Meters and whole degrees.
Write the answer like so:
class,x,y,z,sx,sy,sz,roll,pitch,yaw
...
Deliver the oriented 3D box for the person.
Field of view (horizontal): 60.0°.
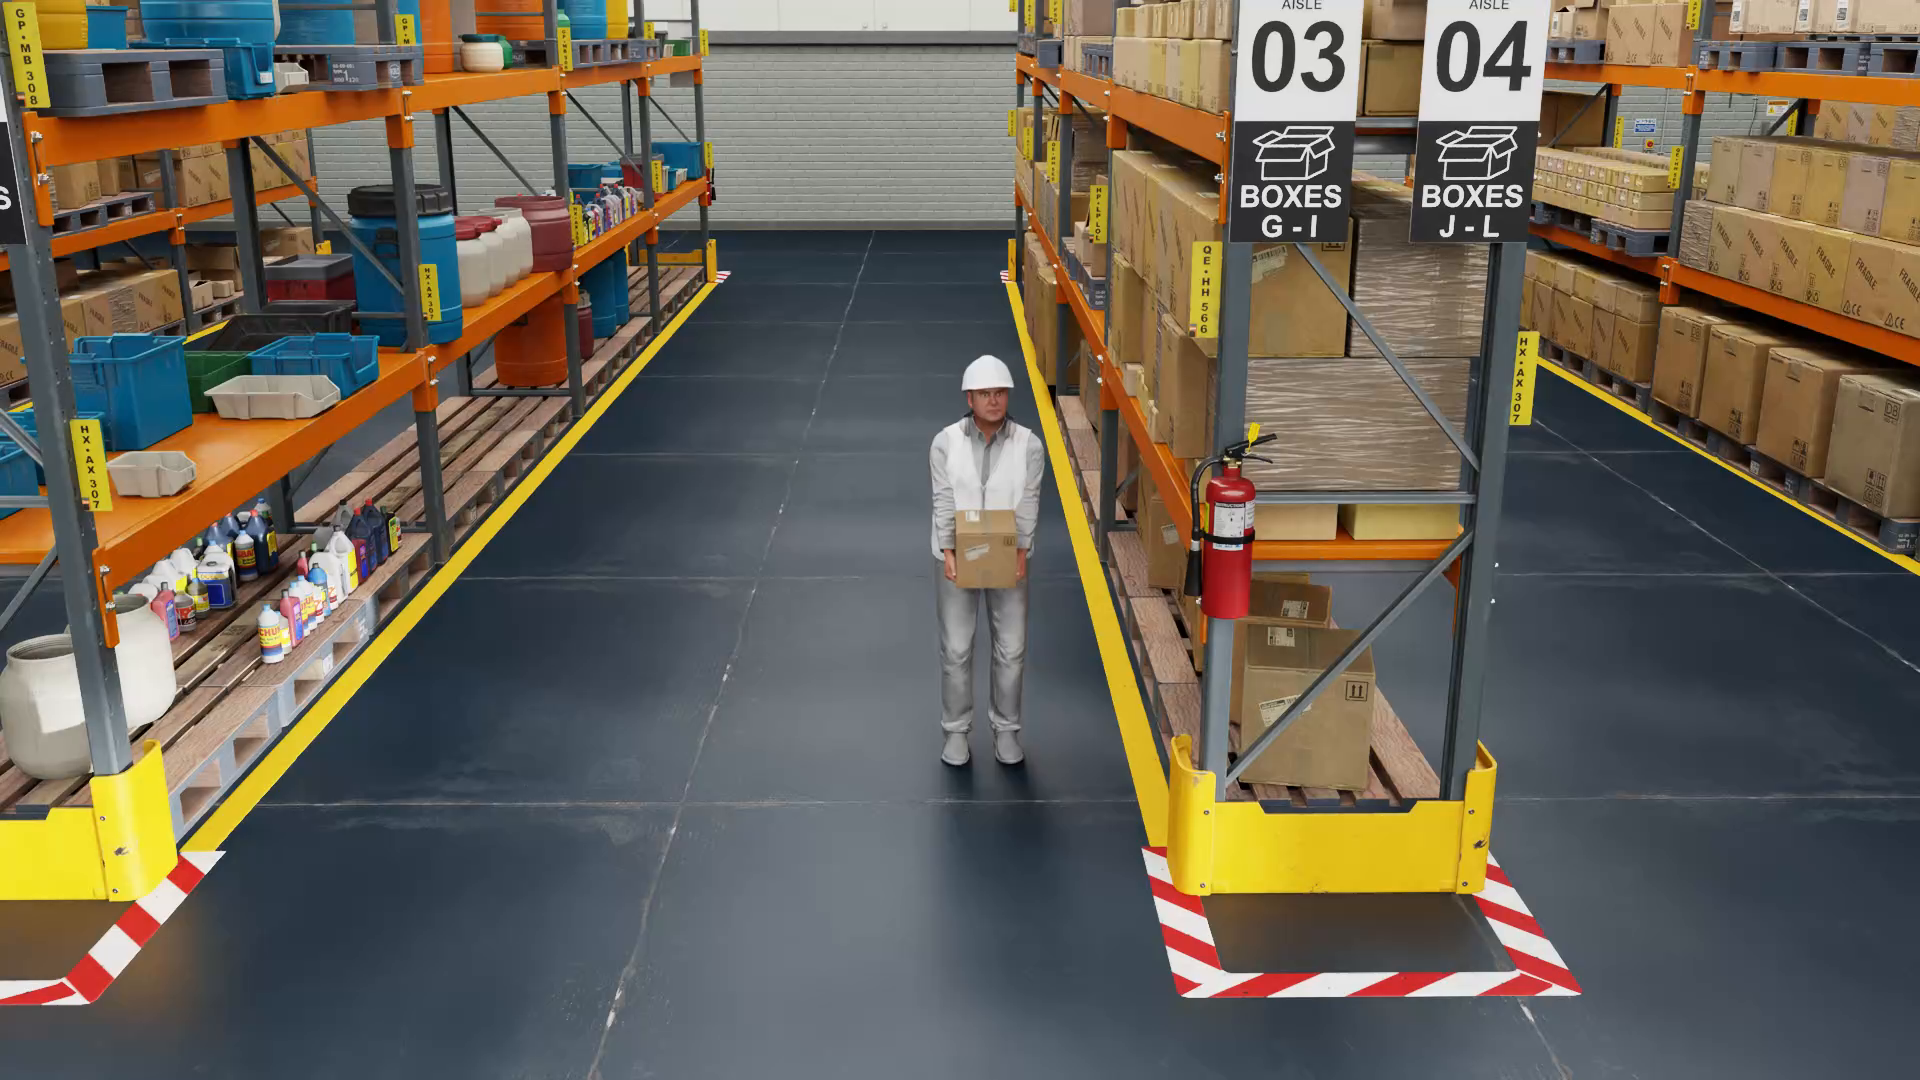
class,x,y,z,sx,sy,sz,roll,pitch,yaw
person,0.120,0.109,7.155,0.495,1.768,0.554,0,17,-2
